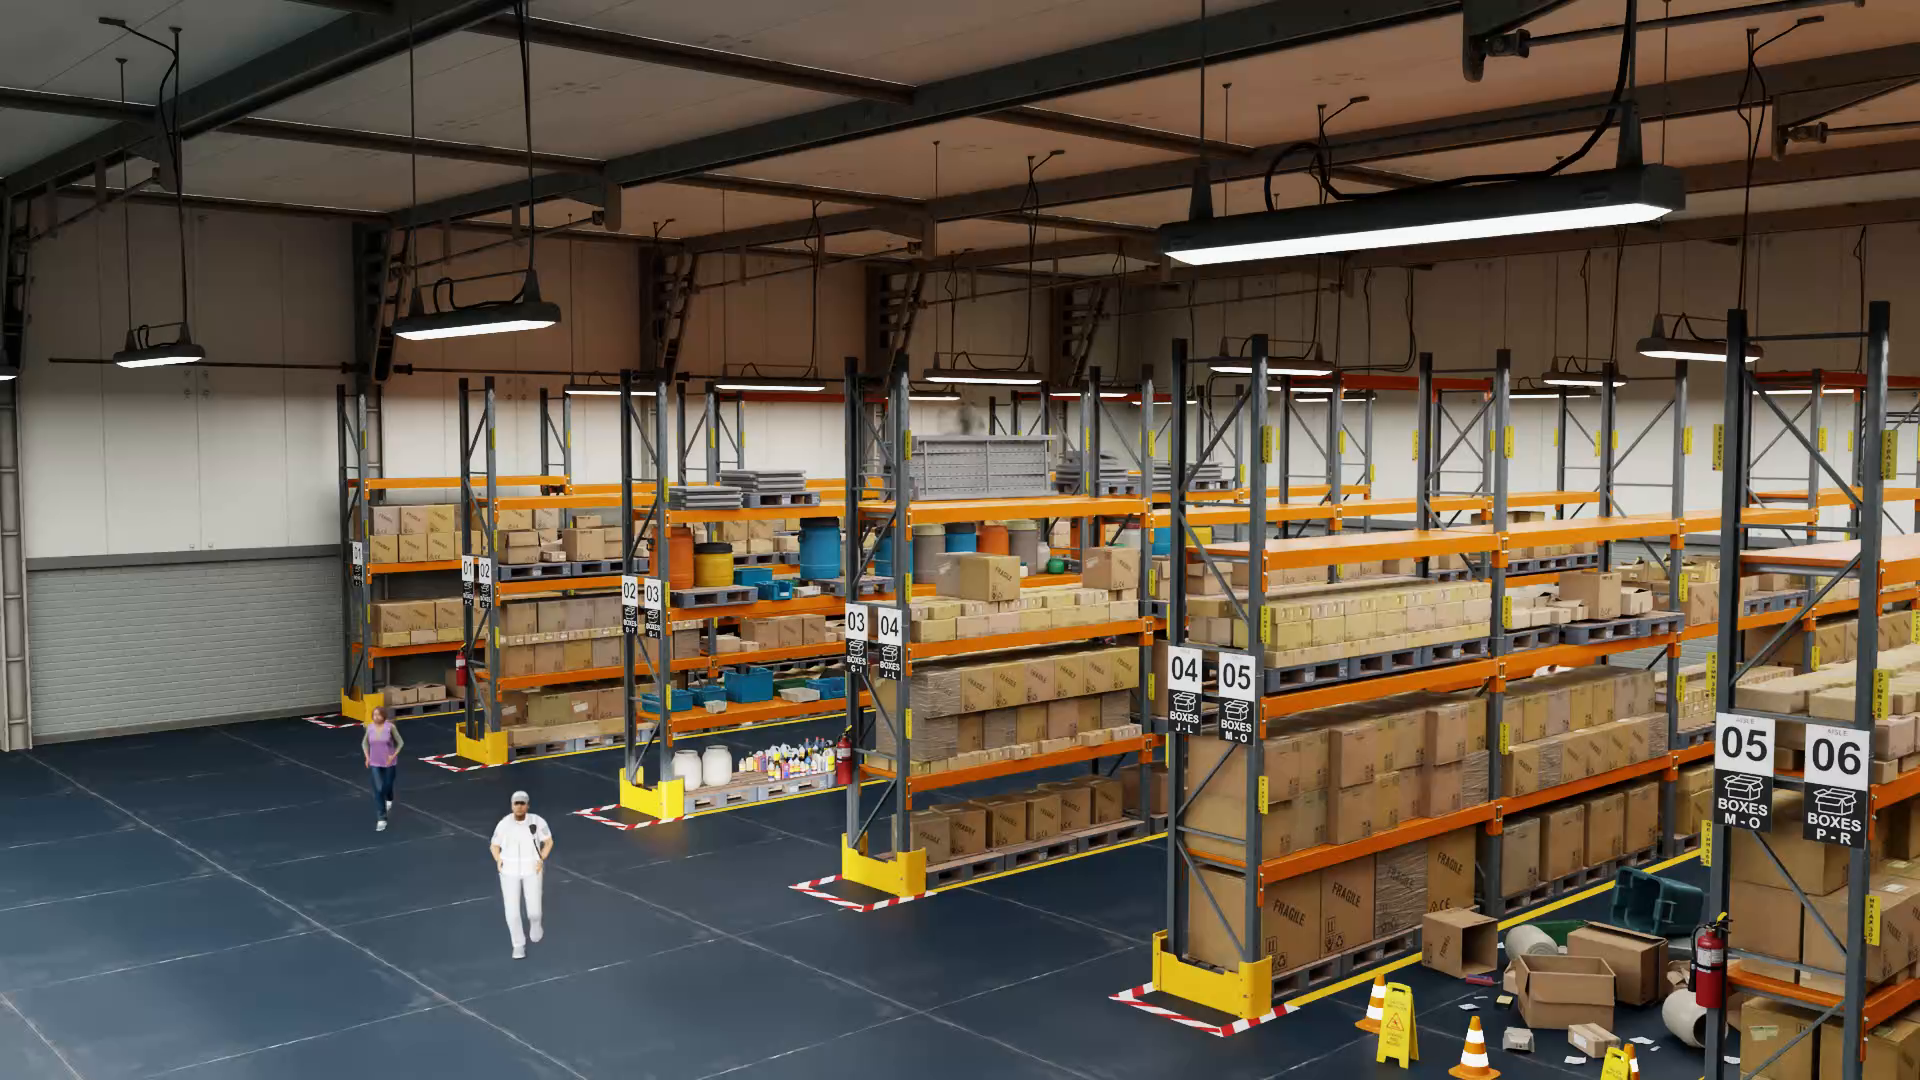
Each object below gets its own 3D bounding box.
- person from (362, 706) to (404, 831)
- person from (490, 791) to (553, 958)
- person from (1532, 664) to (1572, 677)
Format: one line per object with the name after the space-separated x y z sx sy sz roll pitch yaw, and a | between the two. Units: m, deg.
-7.536 2.945 21.732 0.531 1.595 0.723 -1 4 -10 | person
-4.328 3.278 16.407 0.604 1.617 0.575 -1 4 -10 | person
9.072 2.594 25.491 0.936 1.816 0.687 -4 5 -43 | person
